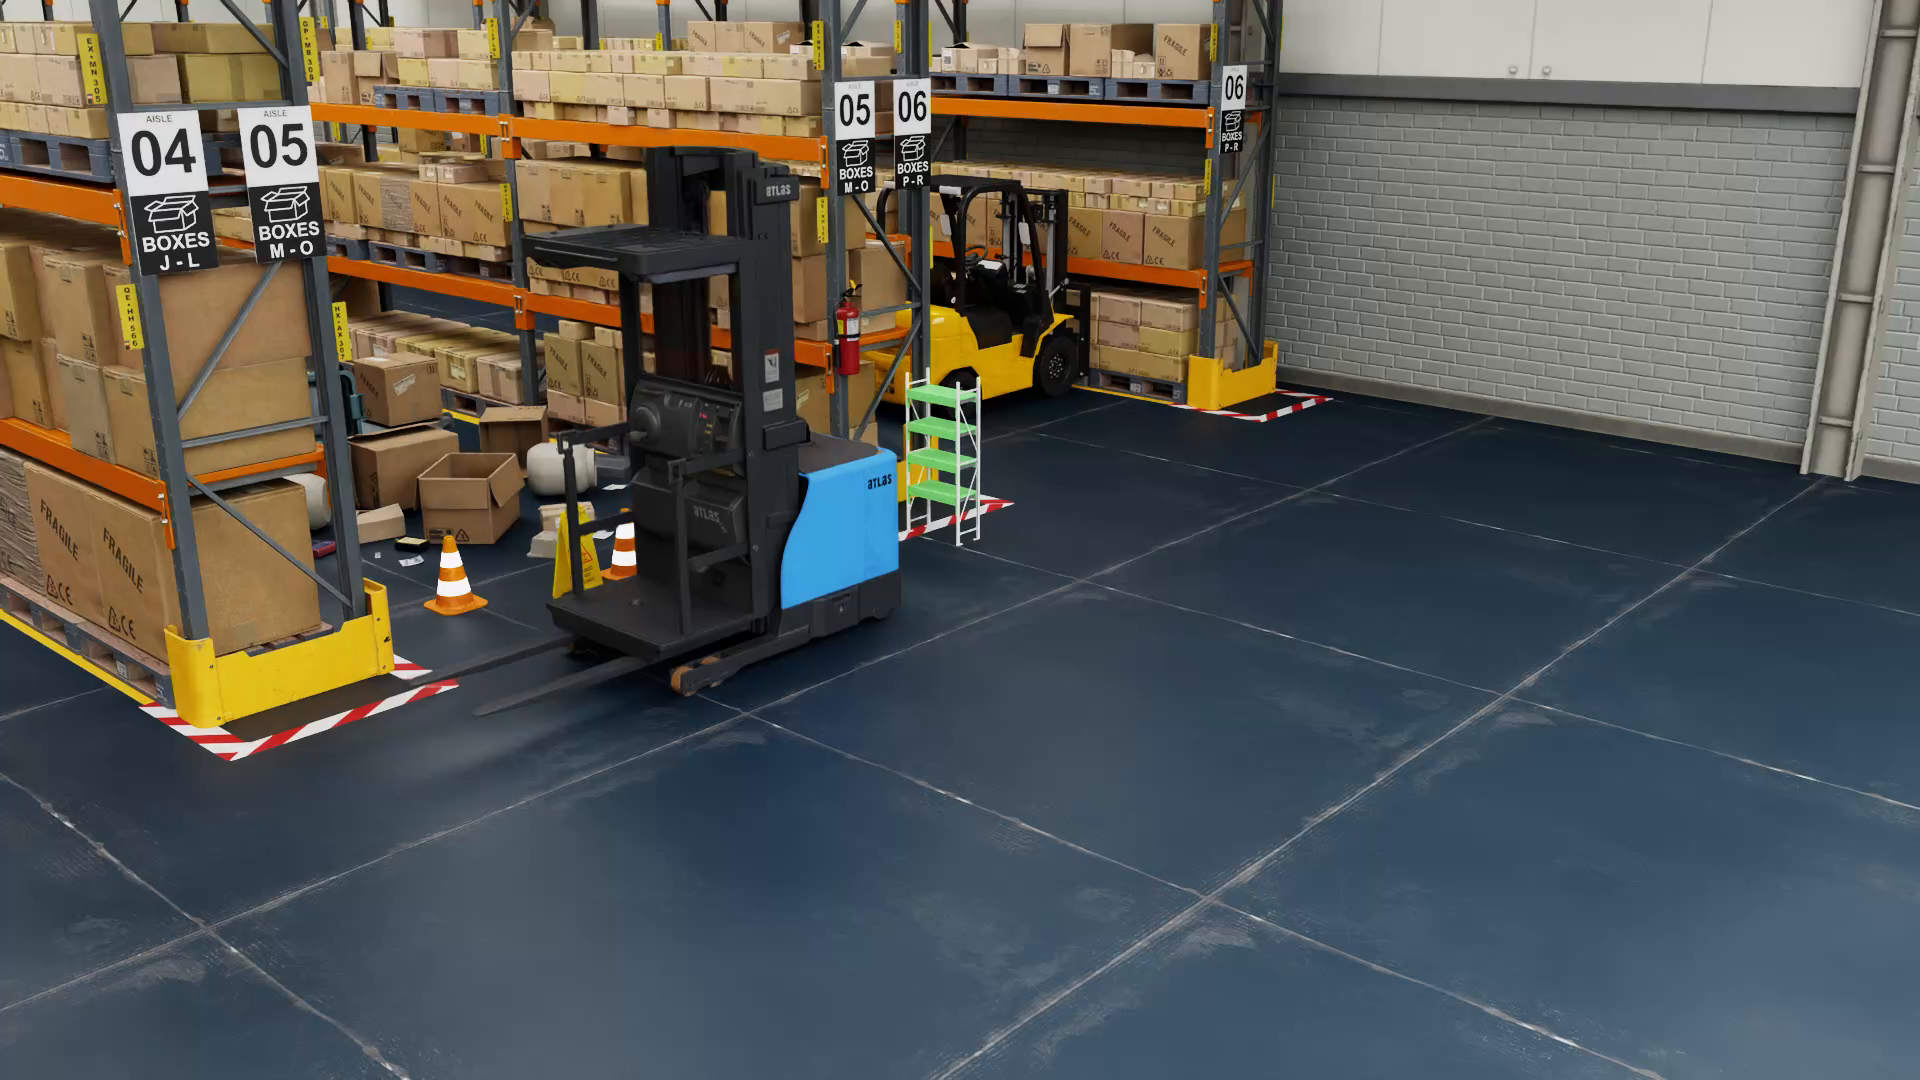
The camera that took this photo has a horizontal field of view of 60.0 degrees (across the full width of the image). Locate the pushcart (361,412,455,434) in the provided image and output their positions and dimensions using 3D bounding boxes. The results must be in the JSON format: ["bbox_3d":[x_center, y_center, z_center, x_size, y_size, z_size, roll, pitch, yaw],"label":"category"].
[{"bbox_3d":[-5.072,-0.748,13.845,0.936,0.377,1.648,7,19,21],"label":"pushcart"}]

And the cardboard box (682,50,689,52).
[{"bbox_3d":[-3.237,-5.878,20.243,0.250,0.166,0.380,15,23,39],"label":"cardboard box"}]

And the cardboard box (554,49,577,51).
[{"bbox_3d":[-5.162,-6.359,21.787,0.250,0.149,0.380,16,23,40],"label":"cardboard box"}]

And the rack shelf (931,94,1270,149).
[{"bbox_3d":[1.192,-4.333,17.036,4.000,0.370,1.077,15,23,39],"label":"rack shelf"}]

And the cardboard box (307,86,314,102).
[{"bbox_3d":[-6.465,-4.535,16.900,0.250,0.149,0.380,15,23,39],"label":"cardboard box"}]

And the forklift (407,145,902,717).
[{"bbox_3d":[-1.726,-0.691,9.444,1.130,2.935,3.031,15,23,39],"label":"forklift"}]

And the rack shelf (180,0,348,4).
[{"bbox_3d":[-8.084,-6.055,18.163,4.000,0.370,1.077,15,23,39],"label":"rack shelf"}]

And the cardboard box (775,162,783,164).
[{"bbox_3d":[-2.281,-4.420,19.843,0.250,0.149,0.380,16,23,40],"label":"cardboard box"}]

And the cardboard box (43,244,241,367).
[{"bbox_3d":[-4.539,-1.340,9.341,0.550,0.550,0.875,15,23,39],"label":"cardboard box"}]

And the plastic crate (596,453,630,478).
[{"bbox_3d":[-2.966,-0.632,13.969,0.583,0.080,0.402,7,19,21],"label":"plastic crate"}]

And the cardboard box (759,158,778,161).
[{"bbox_3d":[-2.266,-4.662,20.604,0.250,0.149,0.380,14,23,38],"label":"cardboard box"}]

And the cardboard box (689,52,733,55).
[{"bbox_3d":[-1.991,-3.910,13.612,0.250,0.149,0.380,15,23,40],"label":"cardboard box"}]

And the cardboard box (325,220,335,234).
[{"bbox_3d":[-6.279,-3.236,17.070,0.250,0.149,0.380,13,22,36],"label":"cardboard box"}]

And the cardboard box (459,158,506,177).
[{"bbox_3d":[-4.594,-3.592,16.047,0.250,0.149,0.380,17,24,42],"label":"cardboard box"}]

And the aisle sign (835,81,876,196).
[{"bbox_3d":[-0.751,-2.882,11.936,0.004,0.787,0.394,15,23,39],"label":"aisle sign"}]

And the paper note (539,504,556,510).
[{"bbox_3d":[-3.169,-0.244,12.849,0.148,0.019,0.142,-9,20,-27],"label":"paper note"}]

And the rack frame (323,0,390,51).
[{"bbox_3d":[-9.280,-8.917,25.331,0.127,3.000,1.000,15,23,39],"label":"rack frame"}]

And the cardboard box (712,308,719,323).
[{"bbox_3d":[-1.778,-1.838,13.359,0.250,0.149,0.380,15,23,40],"label":"cardboard box"}]

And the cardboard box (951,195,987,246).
[{"bbox_3d":[0.255,-3.446,17.847,0.500,0.500,0.500,16,23,40],"label":"cardboard box"}]

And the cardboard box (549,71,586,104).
[{"bbox_3d":[-3.057,-3.772,13.836,0.500,0.250,0.500,15,23,39],"label":"cardboard box"}]

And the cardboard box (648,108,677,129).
[{"bbox_3d":[-2.235,-3.337,13.126,0.250,0.149,0.380,15,23,39],"label":"cardboard box"}]

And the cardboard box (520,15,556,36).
[{"bbox_3d":[-5.794,-7.059,22.818,0.258,0.266,0.396,15,23,39],"label":"cardboard box"}]

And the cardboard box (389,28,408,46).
[{"bbox_3d":[-7.974,-7.345,24.269,0.500,0.250,0.500,16,24,41],"label":"cardboard box"}]

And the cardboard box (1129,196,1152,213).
[{"bbox_3d":[1.878,-3.318,16.371,0.250,0.149,0.380,16,23,40],"label":"cardboard box"}]

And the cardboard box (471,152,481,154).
[{"bbox_3d":[-6.859,-5.584,24.504,0.500,0.250,0.500,15,23,39],"label":"cardboard box"}]

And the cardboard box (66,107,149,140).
[{"bbox_3d":[-4.288,-2.128,8.456,0.250,0.149,0.380,15,23,39],"label":"cardboard box"}]

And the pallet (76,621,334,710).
[{"bbox_3d":[-4.465,0.606,9.854,1.213,0.211,1.003,15,23,39],"label":"pallet"}]

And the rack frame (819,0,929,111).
[{"bbox_3d":[-0.605,-4.580,11.667,0.127,3.000,1.000,15,23,39],"label":"rack frame"}]

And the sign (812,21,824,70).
[{"bbox_3d":[-0.988,-3.451,11.604,0.005,0.325,0.100,15,23,39],"label":"sign"}]

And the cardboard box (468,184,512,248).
[{"bbox_3d":[-4.094,-2.954,15.111,0.500,0.500,0.500,15,23,38],"label":"cardboard box"}]

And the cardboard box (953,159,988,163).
[{"bbox_3d":[0.135,-4.151,18.502,0.250,0.149,0.380,15,23,39],"label":"cardboard box"}]

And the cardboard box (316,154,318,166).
[{"bbox_3d":[-7.148,-3.896,17.611,0.500,0.500,0.500,14,23,38],"label":"cardboard box"}]

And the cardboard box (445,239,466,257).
[{"bbox_3d":[-4.567,-2.746,15.526,0.250,0.149,0.380,15,23,38],"label":"cardboard box"}]

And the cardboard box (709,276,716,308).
[{"bbox_3d":[-1.937,-2.160,13.301,0.500,0.500,0.500,15,23,39],"label":"cardboard box"}]

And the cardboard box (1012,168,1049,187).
[{"bbox_3d":[0.753,-3.774,17.317,0.250,0.149,0.380,15,23,39],"label":"cardboard box"}]

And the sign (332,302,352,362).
[{"bbox_3d":[-3.442,-1.155,9.231,0.005,0.325,0.100,15,23,39],"label":"sign"}]

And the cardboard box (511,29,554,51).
[{"bbox_3d":[-4.147,-4.626,15.499,0.500,0.250,0.500,14,23,38],"label":"cardboard box"}]

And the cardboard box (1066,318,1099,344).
[{"bbox_3d":[1.348,-2.201,17.114,0.500,0.250,0.500,14,23,38],"label":"cardboard box"}]

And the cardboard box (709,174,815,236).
[{"bbox_3d":[-1.505,-2.543,12.857,0.500,0.500,0.700,15,23,40],"label":"cardboard box"}]

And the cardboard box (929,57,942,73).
[{"bbox_3d":[-0.170,-5.047,17.652,0.250,0.149,0.380,16,23,40],"label":"cardboard box"}]

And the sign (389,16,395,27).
[{"bbox_3d":[-8.896,-8.030,26.034,0.005,0.325,0.100,15,23,39],"label":"sign"}]

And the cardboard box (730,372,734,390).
[{"bbox_3d":[-1.769,-1.174,13.463,0.500,0.500,0.500,16,24,41],"label":"cardboard box"}]

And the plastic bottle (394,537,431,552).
[{"bbox_3d":[-3.951,0.031,11.914,0.283,0.061,0.133,7,19,21],"label":"plastic bottle"}]

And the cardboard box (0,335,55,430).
[{"bbox_3d":[-5.307,-1.060,10.244,0.500,0.550,0.875,15,23,39],"label":"cardboard box"}]

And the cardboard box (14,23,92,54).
[{"bbox_3d":[-4.669,-2.611,8.660,0.250,0.149,0.380,16,23,40],"label":"cardboard box"}]

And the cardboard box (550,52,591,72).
[{"bbox_3d":[-3.172,-3.976,13.820,0.250,0.149,0.380,14,22,38],"label":"cardboard box"}]

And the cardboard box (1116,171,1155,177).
[{"bbox_3d":[1.809,-3.669,16.985,0.250,0.149,0.380,16,24,41],"label":"cardboard box"}]

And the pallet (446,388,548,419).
[{"bbox_3d":[-4.180,-1.351,16.019,1.213,0.211,1.003,15,23,39],"label":"pallet"}]

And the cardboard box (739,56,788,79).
[{"bbox_3d":[-1.424,-3.519,12.381,0.250,0.149,0.380,15,23,39],"label":"cardboard box"}]

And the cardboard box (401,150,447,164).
[{"bbox_3d":[-7.964,-5.675,24.792,0.500,0.250,0.500,14,23,38],"label":"cardboard box"}]

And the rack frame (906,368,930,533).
[{"bbox_3d":[-0.306,-0.654,12.189,0.015,1.200,0.240,15,23,39],"label":"rack frame"}]

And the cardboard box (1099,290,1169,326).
[{"bbox_3d":[1.750,-2.334,16.705,0.500,0.250,0.500,16,23,40],"label":"cardboard box"}]

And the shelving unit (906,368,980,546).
[{"bbox_3d":[-0.124,-0.605,12.035,0.503,1.200,0.258,15,23,39],"label":"shelving unit"}]
